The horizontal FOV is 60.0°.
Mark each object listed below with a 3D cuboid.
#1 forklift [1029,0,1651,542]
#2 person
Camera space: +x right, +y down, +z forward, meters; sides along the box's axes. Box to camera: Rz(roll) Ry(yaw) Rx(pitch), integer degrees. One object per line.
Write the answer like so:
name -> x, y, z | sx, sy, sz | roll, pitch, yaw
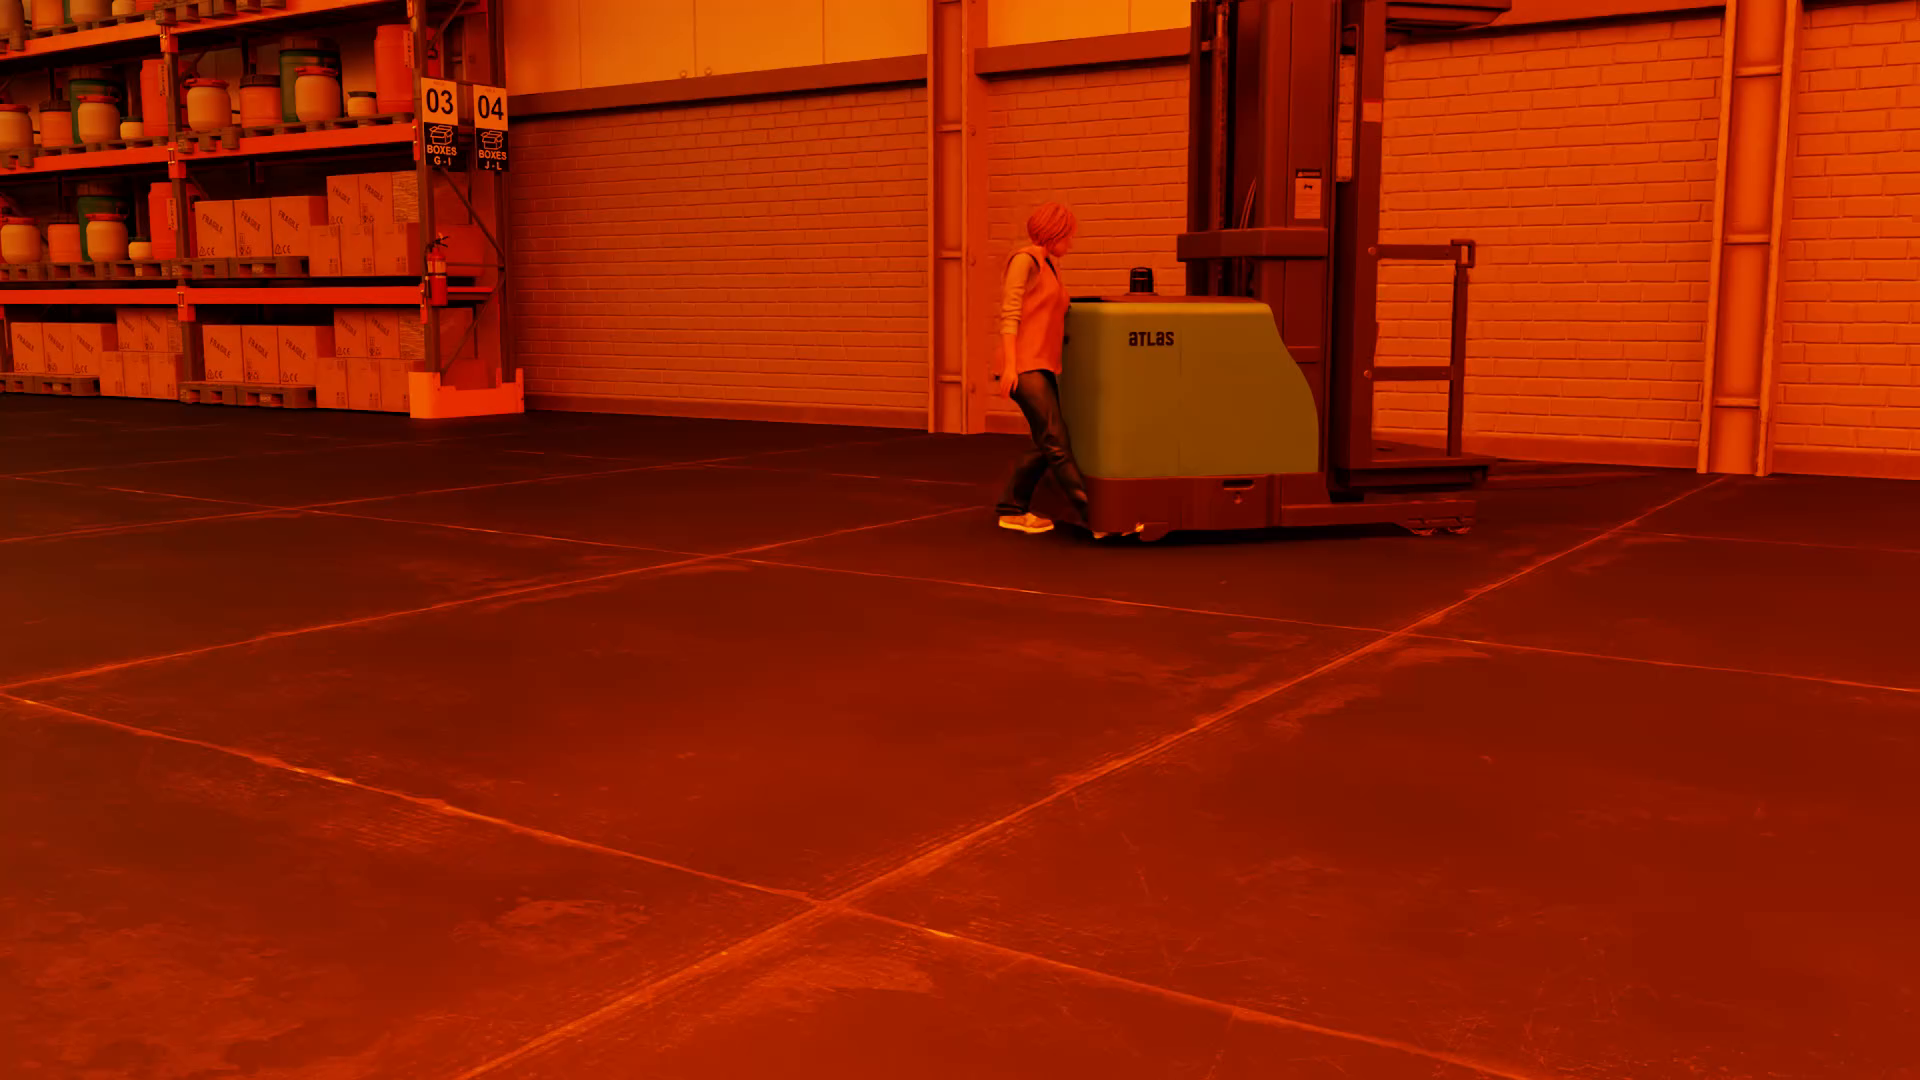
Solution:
forklift -> 1.910, -1.538, 8.006 | 3.031, 2.935, 1.130 | -2, 8, -17
person -> 0.468, -0.739, 7.480 | 0.828, 1.510, 0.642 | 3, 9, 22
